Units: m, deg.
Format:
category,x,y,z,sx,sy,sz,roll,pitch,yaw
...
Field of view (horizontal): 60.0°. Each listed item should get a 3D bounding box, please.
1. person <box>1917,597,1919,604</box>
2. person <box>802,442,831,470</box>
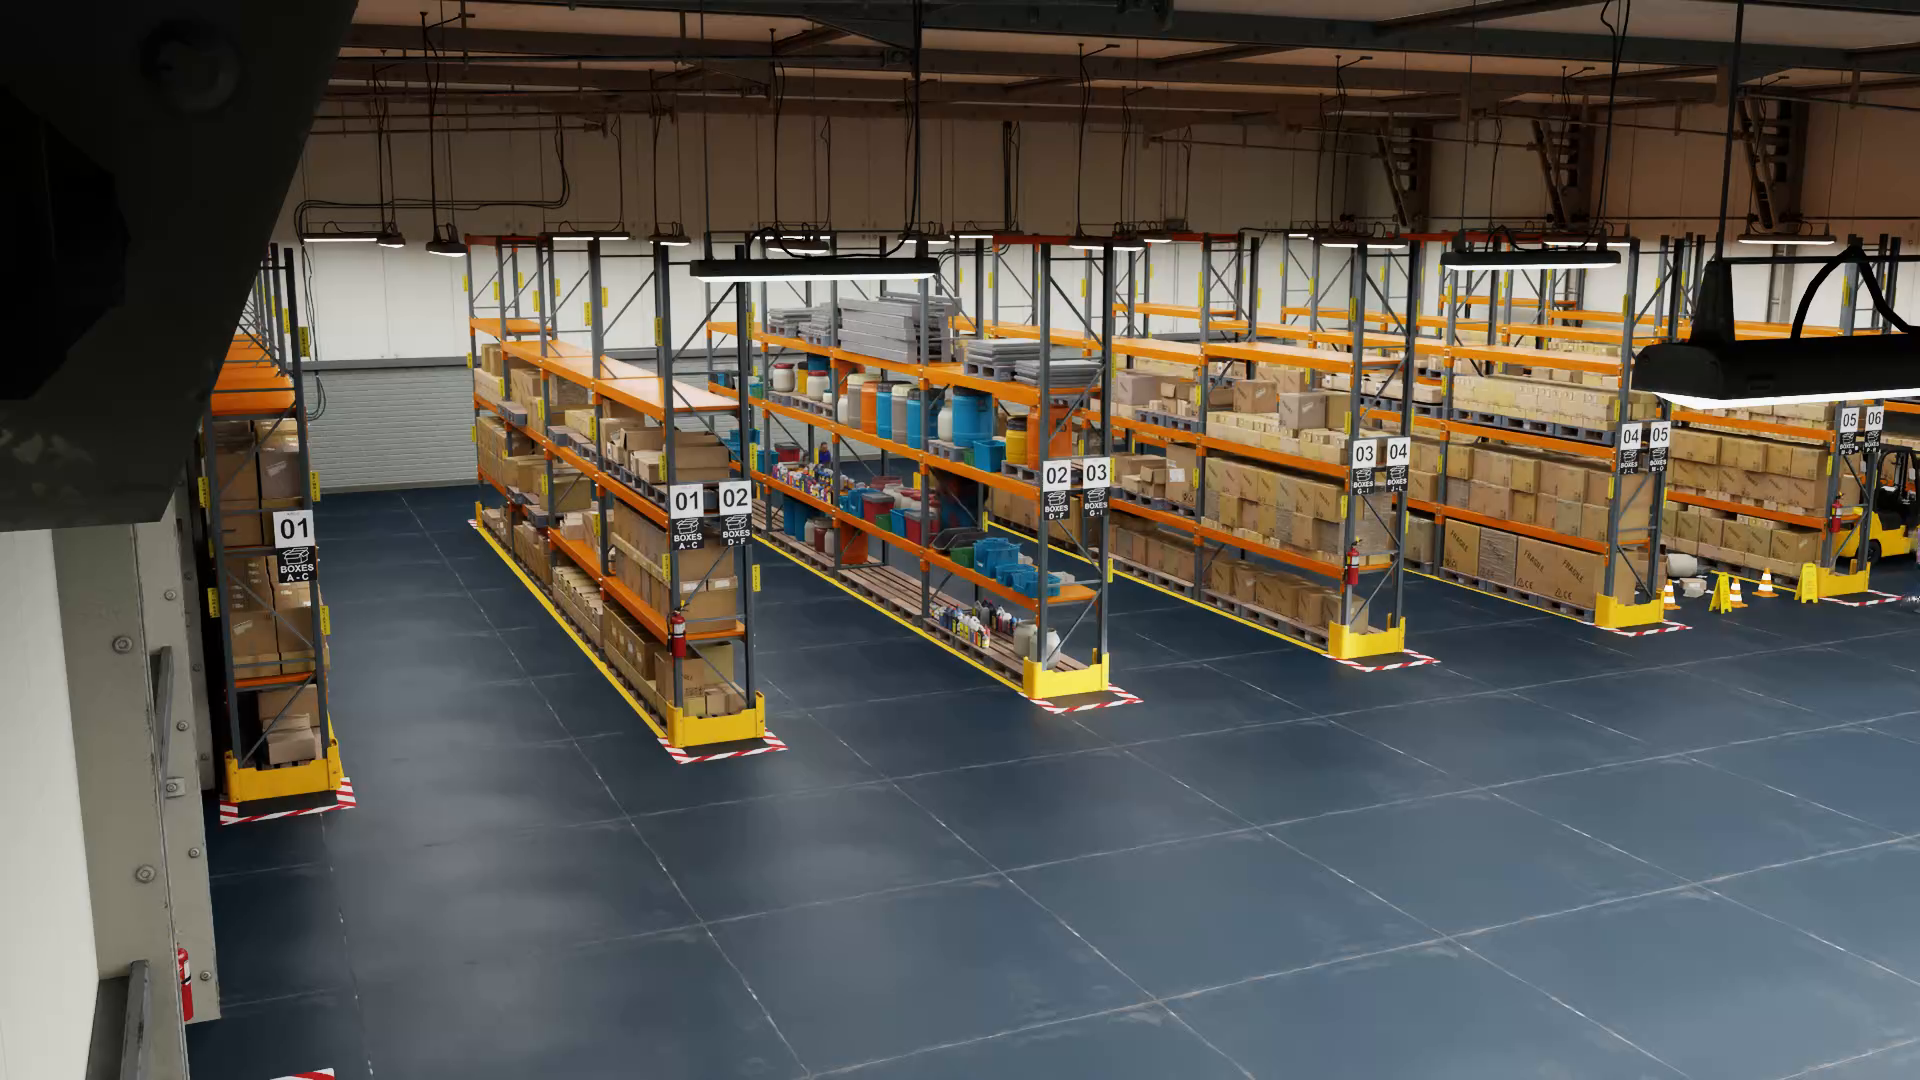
category,x,y,z,sx,sy,sz,roll,pitch,yaw
person,15.850,0.470,26.731,0.699,1.518,0.522,5,12,23
person,-3.161,-1.462,36.788,0.595,1.484,0.827,-9,14,-38
